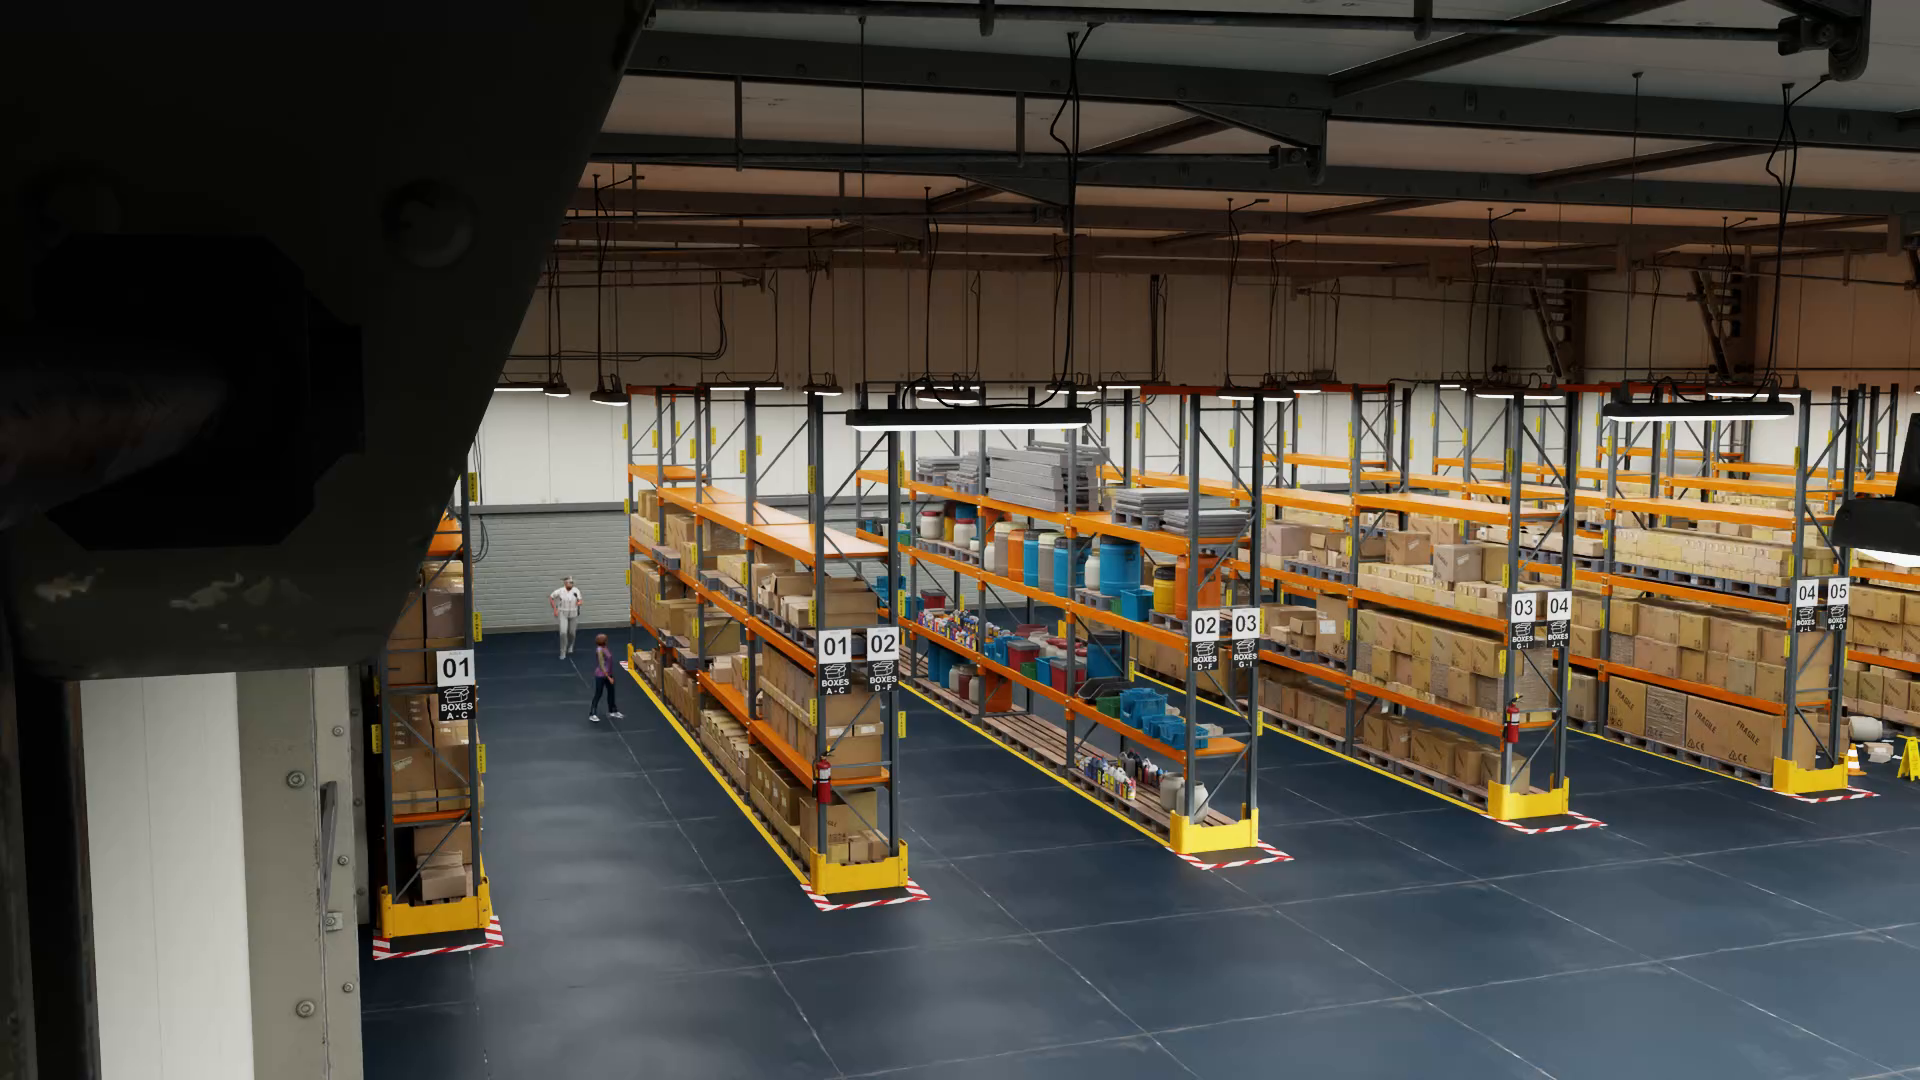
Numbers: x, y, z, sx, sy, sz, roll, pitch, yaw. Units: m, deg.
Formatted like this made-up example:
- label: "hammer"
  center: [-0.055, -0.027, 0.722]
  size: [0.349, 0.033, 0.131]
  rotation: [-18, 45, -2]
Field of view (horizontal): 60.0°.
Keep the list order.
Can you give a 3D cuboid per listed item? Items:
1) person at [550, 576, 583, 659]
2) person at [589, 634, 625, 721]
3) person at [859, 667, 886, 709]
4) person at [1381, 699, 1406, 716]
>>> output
- label: "person"
  center: [-8.657, 1.692, 36.625]
  size: [0.713, 1.841, 0.804]
  rotation: [-2, 6, -17]
- label: "person"
  center: [-6.397, 2.466, 29.985]
  size: [0.532, 1.604, 0.580]
  rotation: [1, 6, 12]
- label: "person"
  center: [-1.594, 2.254, 29.920]
  size: [0.508, 1.687, 0.535]
  rotation: [0, 6, -3]
- label: "person"
  center: [7.926, 2.300, 30.408]
  size: [0.397, 1.788, 0.614]
  rotation: [-6, 8, -45]
